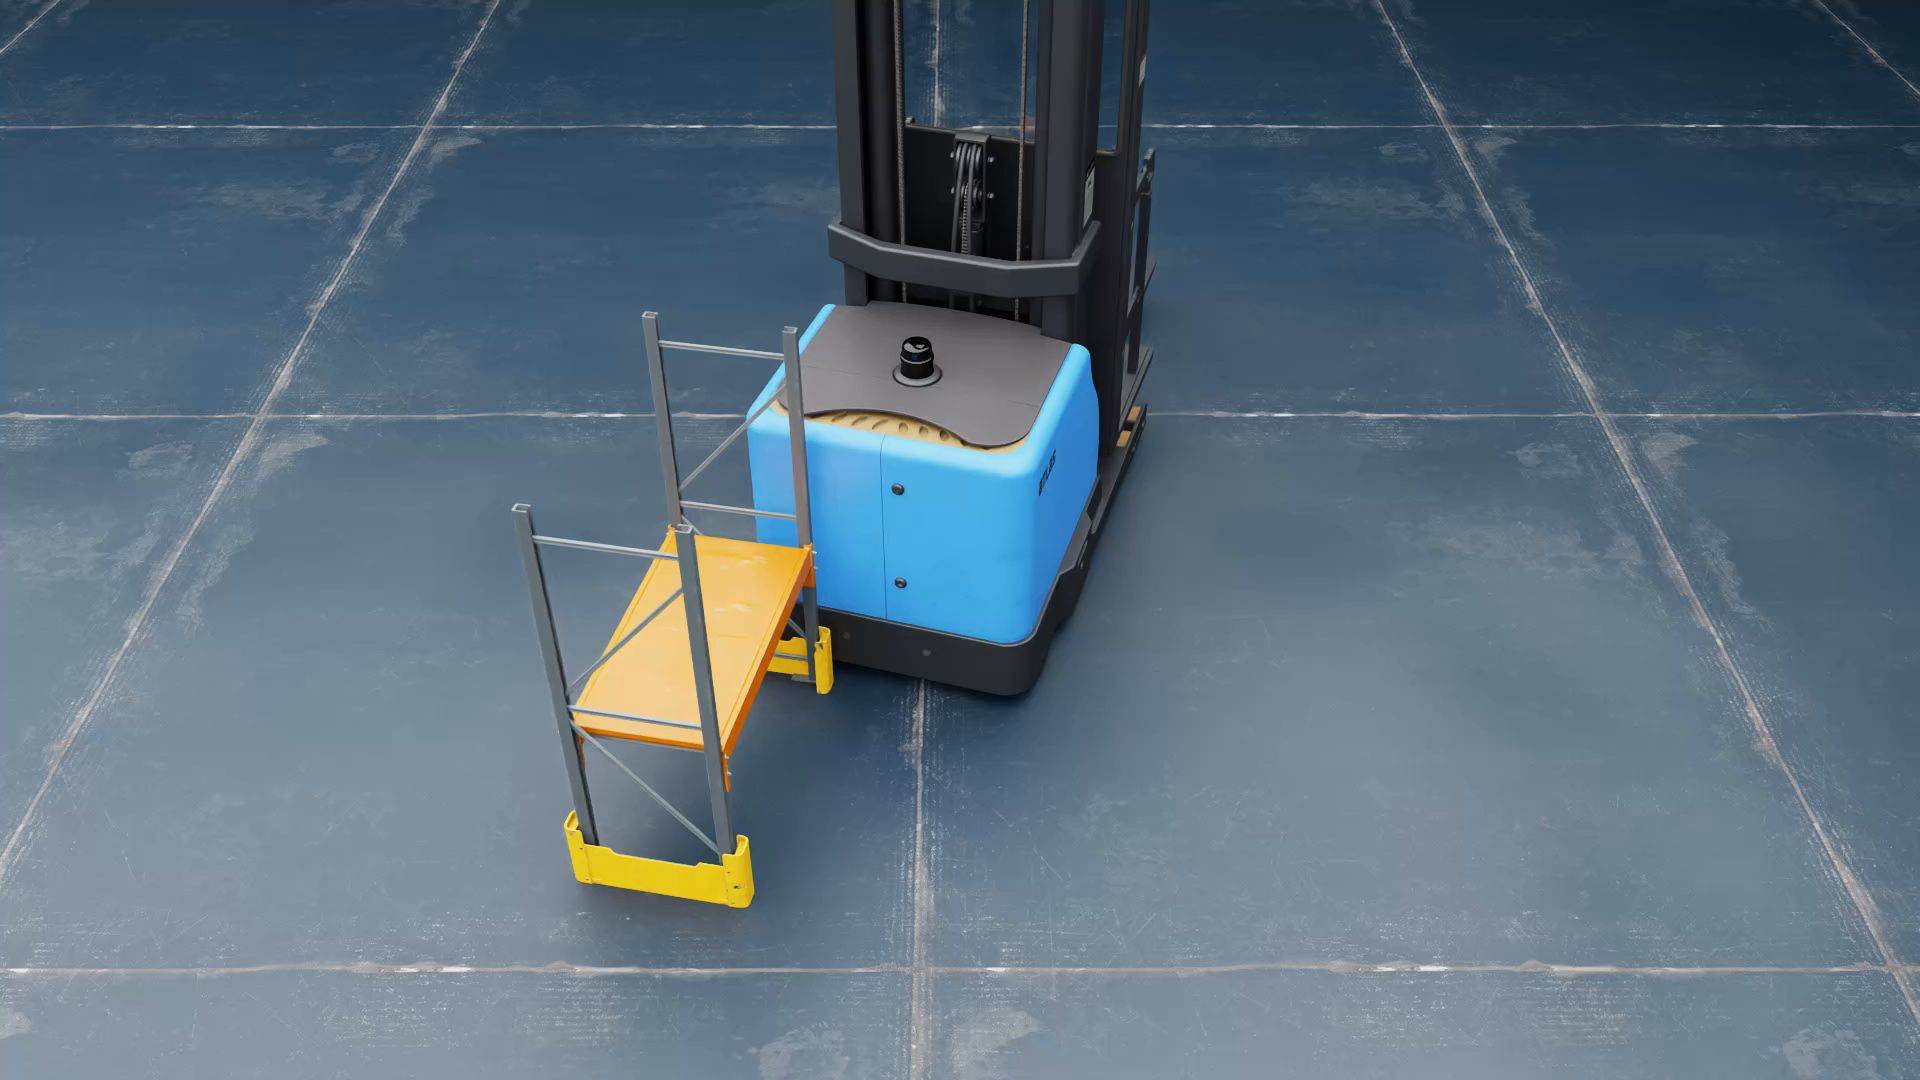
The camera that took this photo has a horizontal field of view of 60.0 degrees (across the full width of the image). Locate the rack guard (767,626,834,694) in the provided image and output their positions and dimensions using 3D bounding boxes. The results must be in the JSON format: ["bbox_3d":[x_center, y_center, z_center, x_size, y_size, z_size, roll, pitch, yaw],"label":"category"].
[{"bbox_3d":[-0.757,0.403,6.047,0.587,0.250,0.087,7,39,9],"label":"rack guard"}]

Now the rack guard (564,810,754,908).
[{"bbox_3d":[-0.953,1.014,5.285,0.587,0.250,0.087,7,39,9],"label":"rack guard"}]

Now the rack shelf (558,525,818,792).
[{"bbox_3d":[-0.853,0.356,5.395,0.538,0.185,1.000,7,39,9],"label":"rack shelf"}]

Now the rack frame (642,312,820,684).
[{"bbox_3d":[-0.753,-0.096,5.671,0.500,1.500,0.032,7,39,9],"label":"rack frame"}]

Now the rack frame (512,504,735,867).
[{"bbox_3d":[-0.953,0.527,4.893,0.500,1.500,0.032,7,39,9],"label":"rack frame"}]

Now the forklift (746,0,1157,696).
[{"bbox_3d":[0.184,-1.516,6.297,1.130,2.935,3.031,11,40,13],"label":"forklift"}]

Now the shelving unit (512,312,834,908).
[{"bbox_3d":[-0.855,0.221,5.275,0.587,1.500,1.083,7,39,9],"label":"shelving unit"}]
